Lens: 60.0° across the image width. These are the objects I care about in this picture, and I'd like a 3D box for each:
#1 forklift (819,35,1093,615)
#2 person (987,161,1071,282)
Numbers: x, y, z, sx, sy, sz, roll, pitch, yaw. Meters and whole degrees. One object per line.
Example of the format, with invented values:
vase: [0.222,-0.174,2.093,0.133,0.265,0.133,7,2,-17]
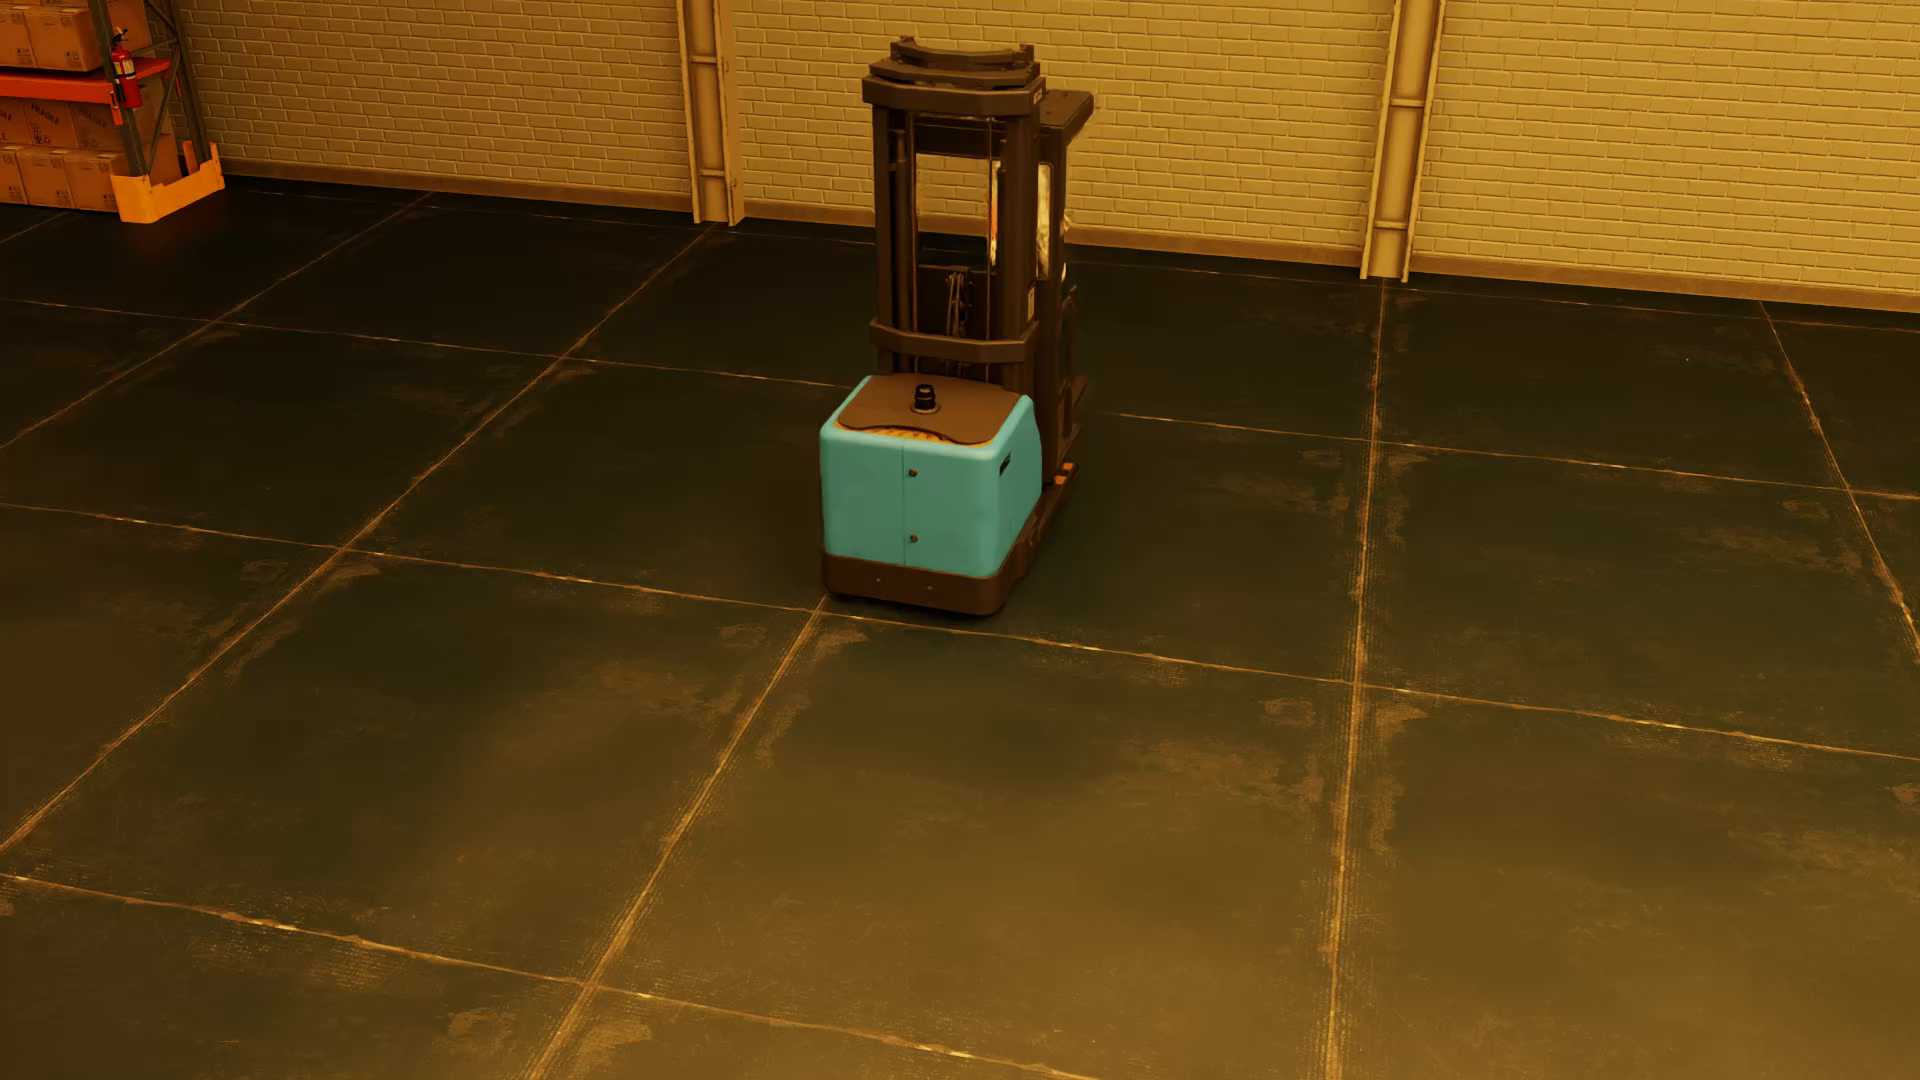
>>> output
forklift: [0.132,-1.569,9.939,1.130,2.935,3.031,9,31,15]
person: [0.505,-2.316,12.504,0.507,1.717,0.813,25,38,36]
